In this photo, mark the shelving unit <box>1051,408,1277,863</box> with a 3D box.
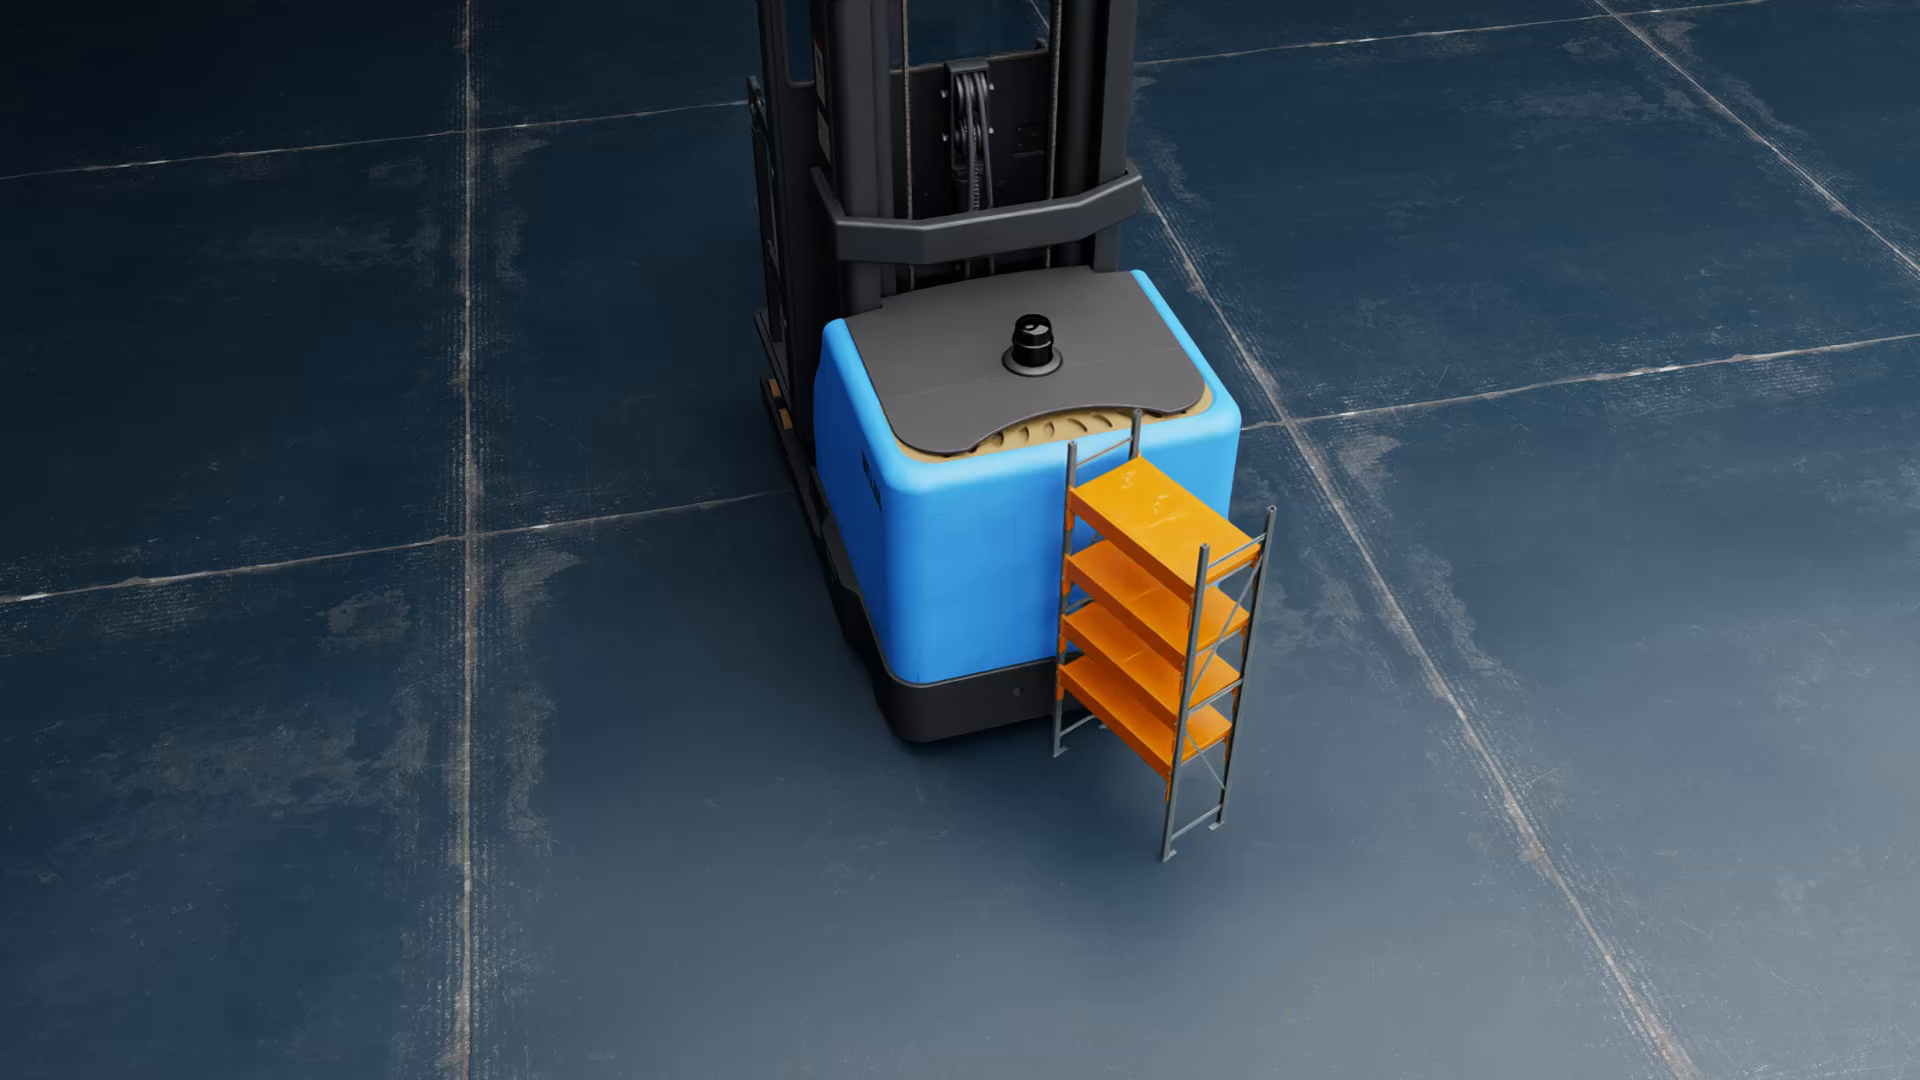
[{"bbox_3d":[0.520,0.287,4.523,0.258,1.200,0.503,-27,48,-27],"label":"shelving unit"}]

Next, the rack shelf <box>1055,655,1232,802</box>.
[{"bbox_3d":[0.520,0.486,4.700,0.258,0.148,0.480,-27,48,-27],"label":"rack shelf"}]

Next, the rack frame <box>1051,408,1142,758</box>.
[{"bbox_3d":[0.373,0.158,4.669,0.240,1.200,0.015,-27,48,-27],"label":"rack frame"}]

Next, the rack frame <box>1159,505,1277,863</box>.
[{"bbox_3d":[0.667,0.416,4.377,0.240,1.200,0.015,-27,48,-27],"label":"rack frame"}]

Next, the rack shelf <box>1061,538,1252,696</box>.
[{"bbox_3d":[0.520,0.170,4.419,0.258,0.148,0.480,-27,48,-27],"label":"rack shelf"}]

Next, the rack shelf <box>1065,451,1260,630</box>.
[{"bbox_3d":[0.520,-0.007,4.262,0.258,0.148,0.480,-27,48,-27],"label":"rack shelf"}]

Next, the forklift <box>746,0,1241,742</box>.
[{"bbox_3d":[-0.116,-1.484,5.214,1.130,2.935,3.031,-11,43,-12],"label":"forklift"}]

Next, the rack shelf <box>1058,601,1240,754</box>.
[{"bbox_3d":[0.520,0.337,4.568,0.258,0.148,0.480,-27,48,-27],"label":"rack shelf"}]
